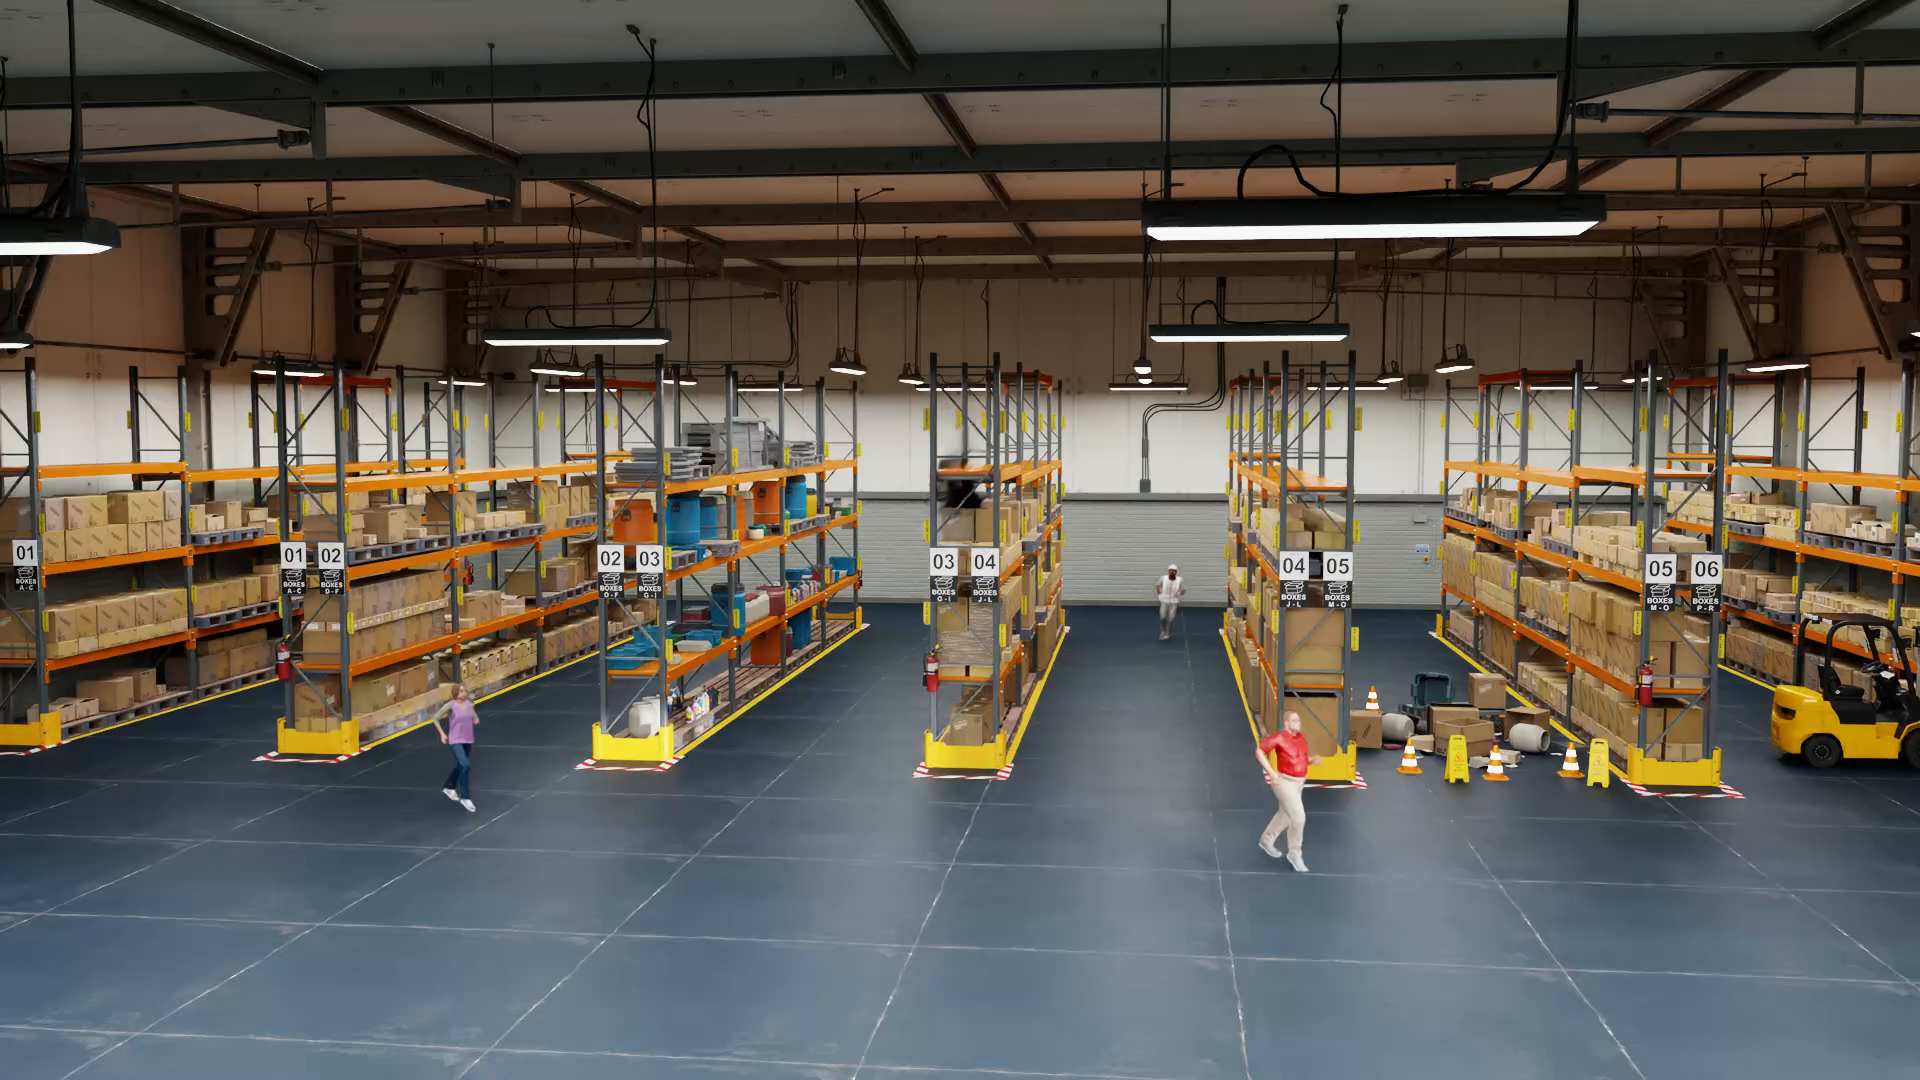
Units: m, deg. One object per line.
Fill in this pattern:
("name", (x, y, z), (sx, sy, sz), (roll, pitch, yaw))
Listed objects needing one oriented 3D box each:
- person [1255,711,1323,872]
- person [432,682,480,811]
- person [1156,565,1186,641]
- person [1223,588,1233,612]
("person", (3.714, 2.826, 18.808), (0.813, 1.801, 0.642), (4, 5, 42))
("person", (-6.514, 2.662, 21.619), (0.740, 1.633, 0.515), (3, 5, 33))
("person", (4.815, 1.446, 38.029), (0.680, 1.762, 0.559), (1, 4, 8))
("person", (6.711, 1.311, 40.449), (0.569, 1.649, 0.699), (-1, 4, -12))
